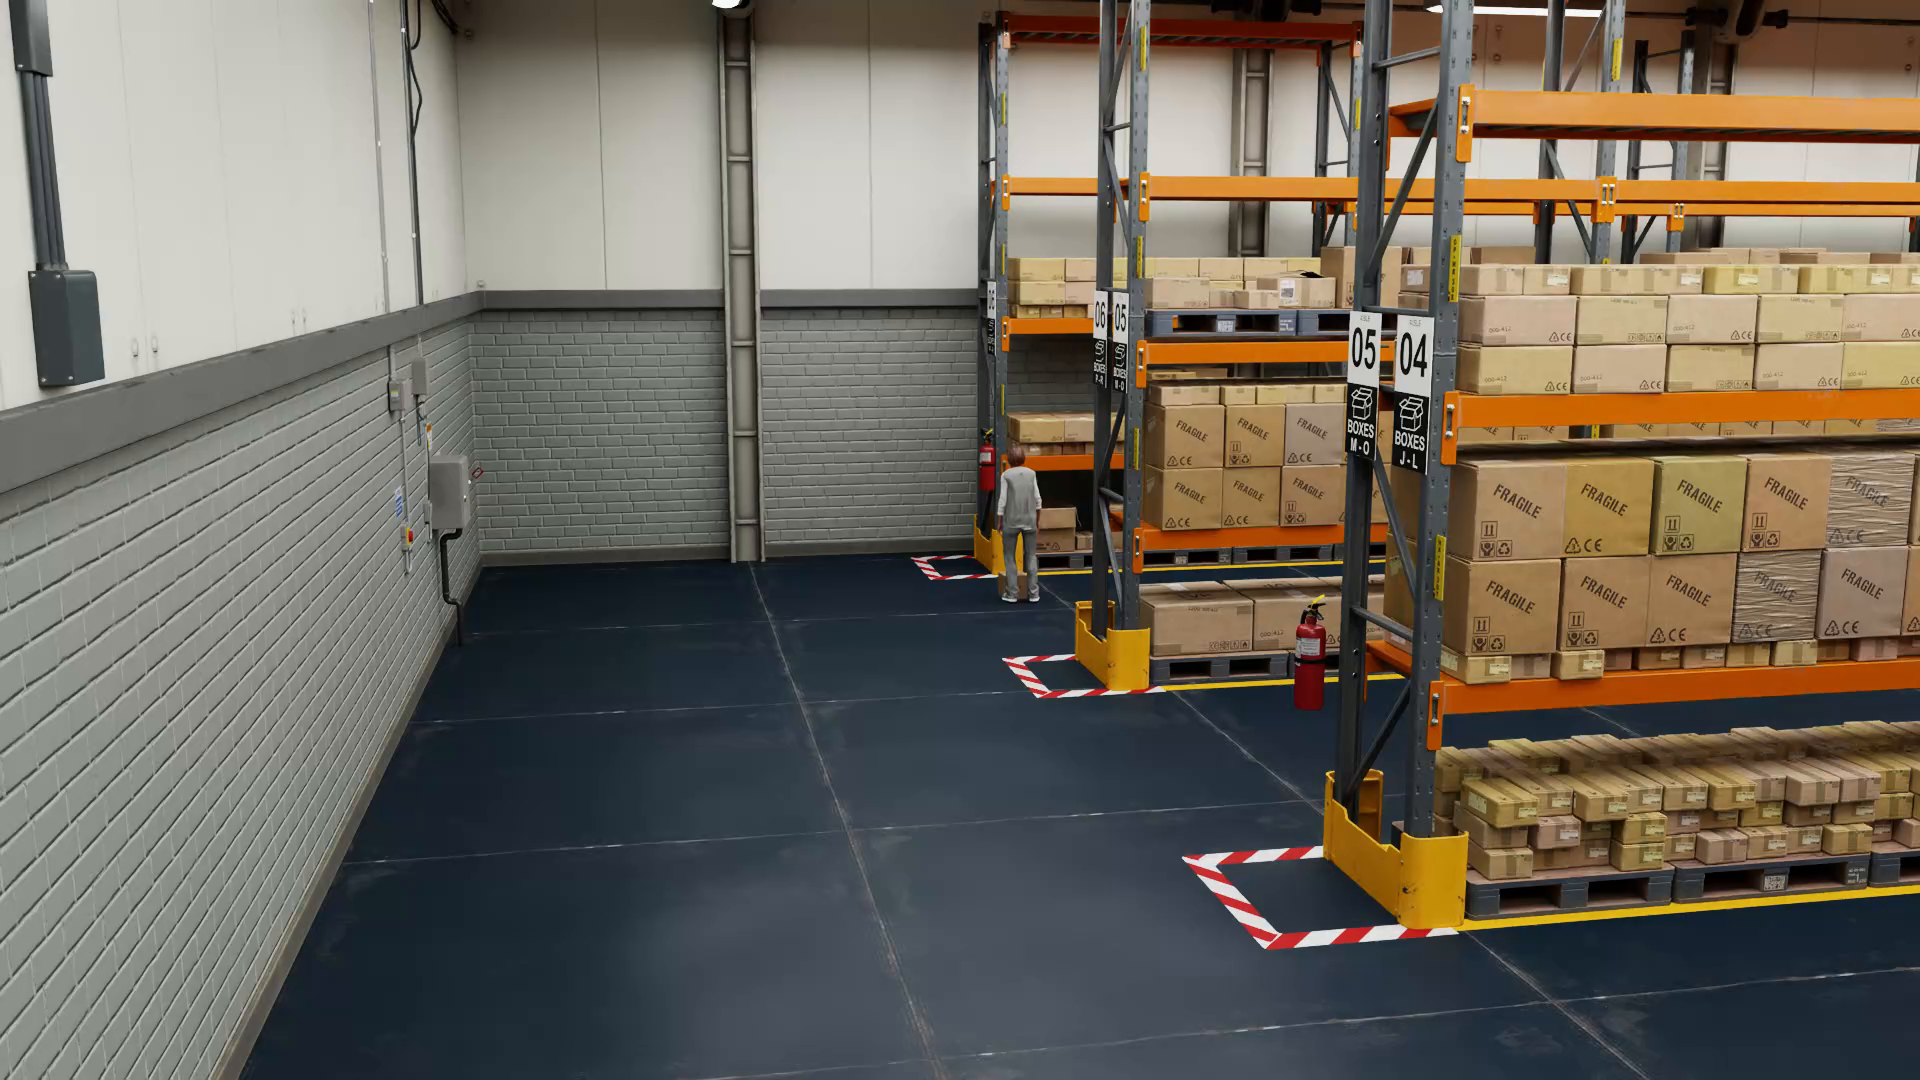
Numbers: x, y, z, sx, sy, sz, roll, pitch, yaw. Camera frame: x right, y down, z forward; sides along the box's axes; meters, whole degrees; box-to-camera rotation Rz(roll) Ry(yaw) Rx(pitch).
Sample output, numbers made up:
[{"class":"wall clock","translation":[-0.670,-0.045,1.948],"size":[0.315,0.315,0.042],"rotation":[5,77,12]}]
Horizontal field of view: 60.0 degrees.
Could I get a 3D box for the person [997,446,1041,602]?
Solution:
[{"class":"person","translation":[0.597,-0.157,16.836],"size":[0.477,1.592,0.377],"rotation":[-3,10,-14]}]
